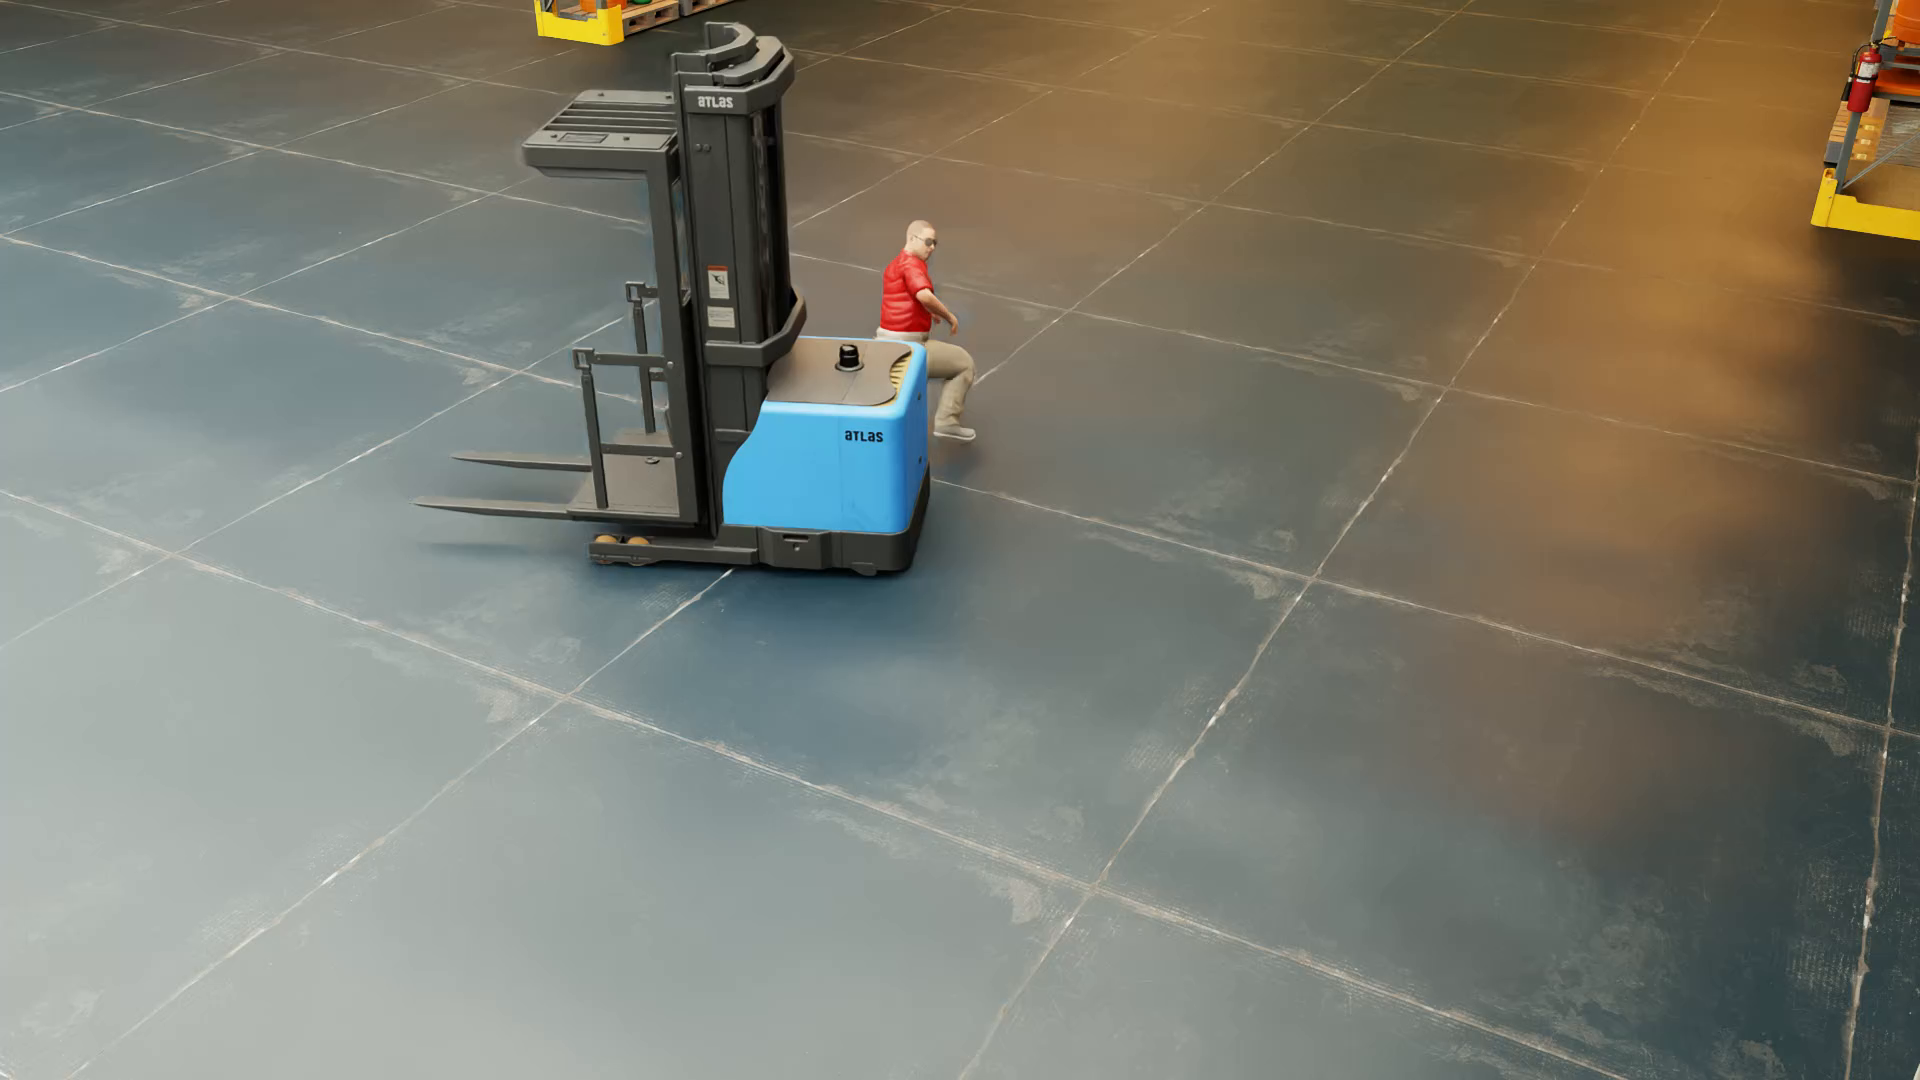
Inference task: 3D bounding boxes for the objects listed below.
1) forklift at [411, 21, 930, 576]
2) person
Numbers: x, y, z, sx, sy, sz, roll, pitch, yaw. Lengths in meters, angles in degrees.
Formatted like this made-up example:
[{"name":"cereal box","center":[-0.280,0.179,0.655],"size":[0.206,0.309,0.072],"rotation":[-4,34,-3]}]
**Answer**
[{"name":"forklift","center":[-1.741,-1.374,9.451],"size":[3.031,2.935,1.130],"rotation":[3,30,6]},{"name":"person","center":[-0.256,-1.352,10.949],"size":[0.773,1.523,0.909],"rotation":[-20,35,-30]}]
